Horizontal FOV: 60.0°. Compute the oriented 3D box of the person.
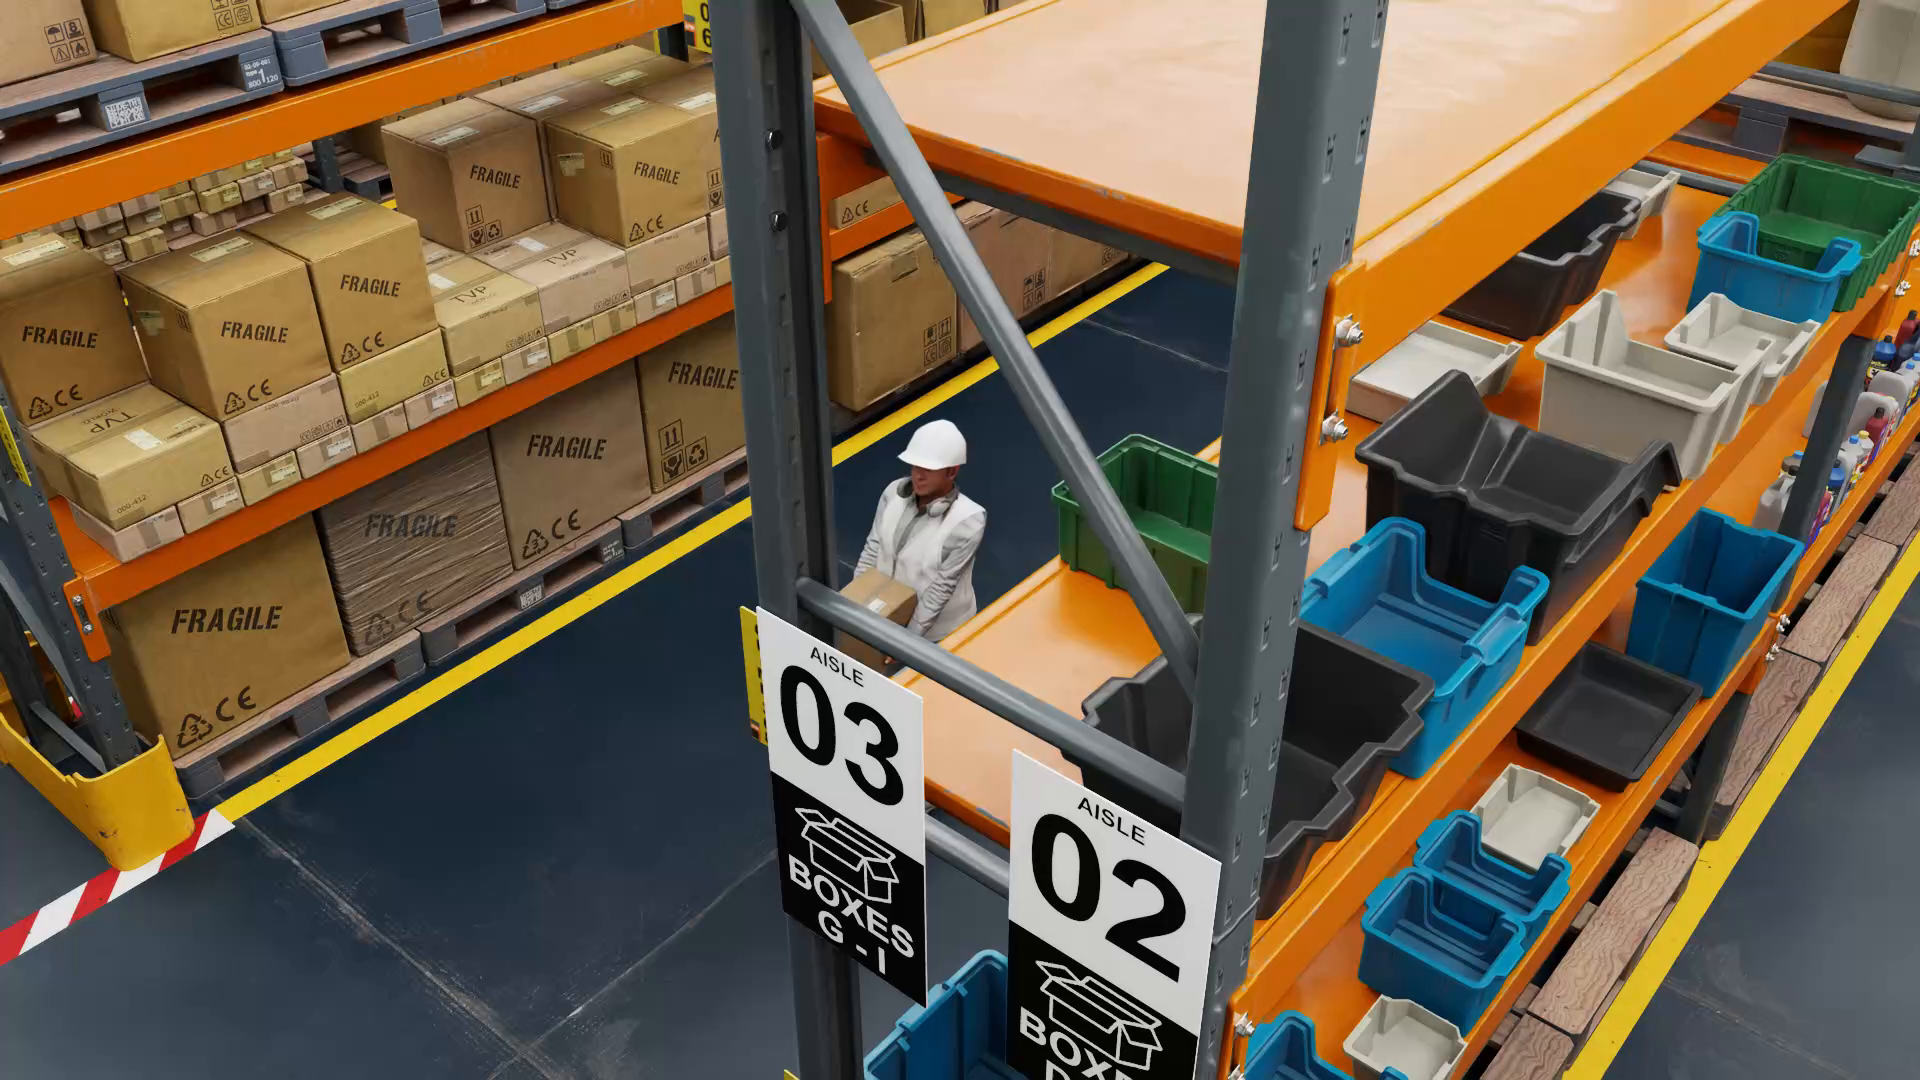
[{"bbox_3d":[-0.192,0.343,6.720,0.499,1.770,0.551,25,42,32],"label":"person"}]
